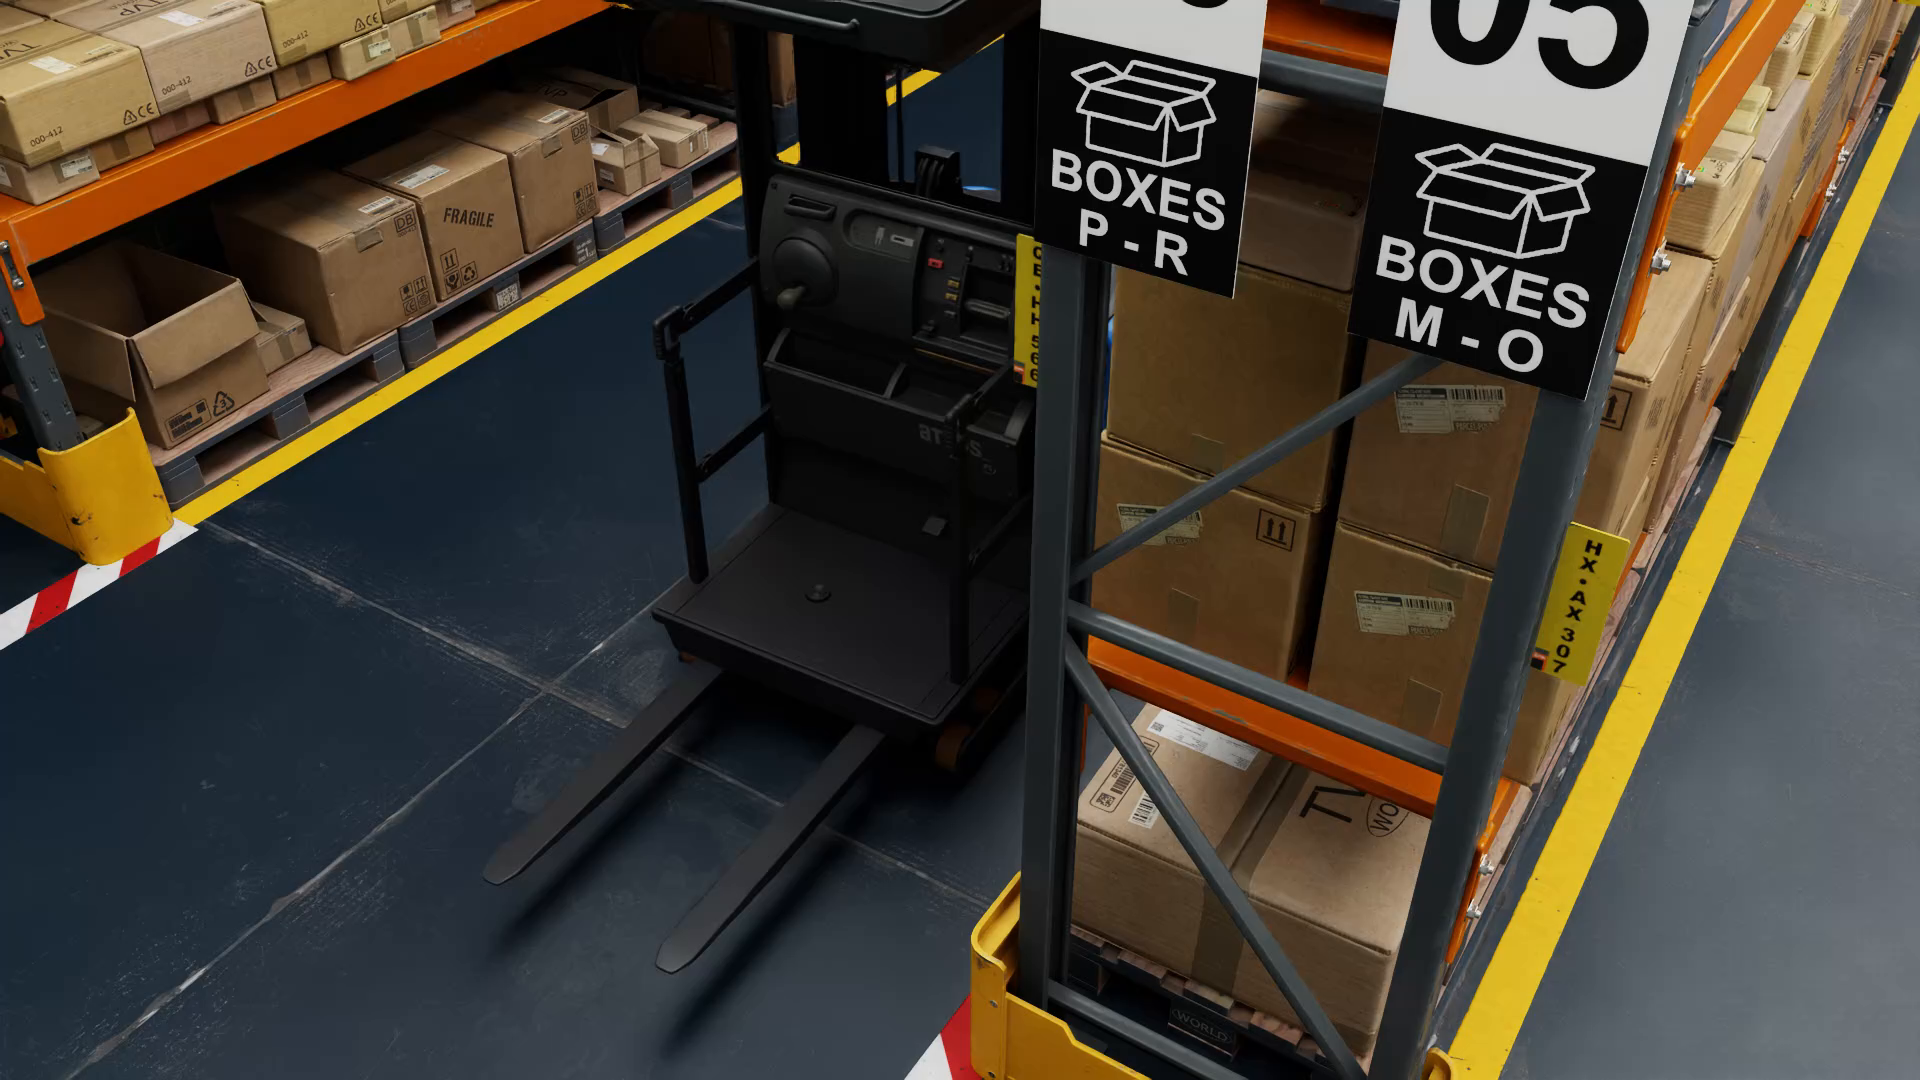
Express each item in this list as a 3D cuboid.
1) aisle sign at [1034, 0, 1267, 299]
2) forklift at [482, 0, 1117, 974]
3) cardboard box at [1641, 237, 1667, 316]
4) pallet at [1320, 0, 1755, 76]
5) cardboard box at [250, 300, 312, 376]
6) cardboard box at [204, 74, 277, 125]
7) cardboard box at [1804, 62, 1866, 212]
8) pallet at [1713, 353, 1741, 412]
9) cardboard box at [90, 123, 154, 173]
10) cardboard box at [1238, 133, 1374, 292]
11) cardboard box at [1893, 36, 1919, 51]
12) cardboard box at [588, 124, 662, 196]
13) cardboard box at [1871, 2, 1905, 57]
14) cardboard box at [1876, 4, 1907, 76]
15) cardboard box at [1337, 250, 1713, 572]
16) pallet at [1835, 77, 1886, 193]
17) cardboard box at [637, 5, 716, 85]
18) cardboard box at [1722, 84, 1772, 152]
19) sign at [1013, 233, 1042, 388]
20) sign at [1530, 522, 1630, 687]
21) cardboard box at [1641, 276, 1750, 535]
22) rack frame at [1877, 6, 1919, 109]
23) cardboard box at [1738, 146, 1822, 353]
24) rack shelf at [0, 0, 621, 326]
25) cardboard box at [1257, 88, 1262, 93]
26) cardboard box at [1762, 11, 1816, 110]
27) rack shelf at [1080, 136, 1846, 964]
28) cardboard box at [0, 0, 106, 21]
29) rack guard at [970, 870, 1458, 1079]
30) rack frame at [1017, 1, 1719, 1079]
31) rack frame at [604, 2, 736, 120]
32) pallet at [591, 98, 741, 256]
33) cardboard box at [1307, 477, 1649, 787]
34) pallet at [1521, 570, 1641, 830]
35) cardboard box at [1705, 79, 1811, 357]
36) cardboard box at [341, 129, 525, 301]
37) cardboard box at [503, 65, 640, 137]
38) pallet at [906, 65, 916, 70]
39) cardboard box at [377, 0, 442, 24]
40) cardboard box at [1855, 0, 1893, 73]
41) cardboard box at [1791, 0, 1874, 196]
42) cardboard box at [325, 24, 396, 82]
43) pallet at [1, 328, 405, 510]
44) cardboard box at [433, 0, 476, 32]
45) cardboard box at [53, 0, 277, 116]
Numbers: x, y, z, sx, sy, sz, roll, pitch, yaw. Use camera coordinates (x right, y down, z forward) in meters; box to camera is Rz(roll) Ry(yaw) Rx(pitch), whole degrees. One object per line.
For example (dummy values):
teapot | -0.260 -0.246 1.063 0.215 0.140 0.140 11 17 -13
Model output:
aisle sign | 0.301 -0.790 2.688 0.394 0.787 0.004 21 42 25
forklift | -0.300 -0.740 4.809 1.130 2.935 3.031 19 42 23
cardboard box | 1.025 -0.481 2.985 0.380 0.149 0.250 22 43 26
pallet | 0.990 -1.234 3.010 1.003 0.211 1.213 21 42 25
cardboard box | -2.924 -0.845 6.881 0.380 0.149 0.250 19 42 23
cardboard box | -2.788 -1.701 6.205 0.380 0.149 0.250 23 43 26
cardboard box | 2.712 -1.475 5.624 0.500 0.500 0.500 22 43 26
pallet | 3.094 -1.076 7.473 1.003 0.211 1.213 21 42 25
cardboard box | -3.087 -1.444 5.872 0.380 0.149 0.250 22 43 26
cardboard box | 0.624 -0.639 3.190 0.380 0.149 0.250 22 43 26
cardboard box | 5.198 -3.234 9.796 0.950 0.372 0.625 18 41 22
cardboard box | -1.691 -1.896 8.148 0.396 0.266 0.258 23 43 27
cardboard box | 3.218 -2.031 6.141 0.500 0.250 0.500 20 42 24
cardboard box | 3.479 -2.106 6.648 0.500 0.250 0.500 20 42 24
cardboard box | 1.099 -0.286 3.263 0.500 0.500 0.500 20 42 24
pallet | 4.401 -2.334 9.104 1.003 0.211 1.213 21 42 25
cardboard box | -1.436 -2.906 9.266 0.500 0.500 0.500 21 42 25
cardboard box | 1.467 -0.877 3.499 0.380 0.149 0.250 20 42 24
sign | 0.151 -0.433 3.212 0.100 0.325 0.005 21 42 25
sign | 1.067 0.115 2.870 0.100 0.325 0.005 21 42 25
cardboard box | 1.636 -0.415 4.250 0.500 0.500 0.500 21 42 25
rack frame | 4.887 -3.820 8.748 1.000 3.000 0.127 21 42 25
cardboard box | 2.184 -0.944 4.935 0.500 0.500 0.500 21 42 24
rack shelf | -2.520 -2.064 7.059 1.077 0.370 4.000 21 42 25
cardboard box | 0.807 -0.938 3.578 0.380 0.149 0.250 21 42 25
cardboard box | 1.733 -1.145 3.846 0.380 0.149 0.250 22 43 26
rack shelf | 1.673 -0.442 4.956 1.077 0.370 4.000 21 42 25
cardboard box | -3.292 -1.965 6.222 0.500 0.250 0.500 21 42 25
rack guard | 0.588 1.307 4.146 1.175 0.500 0.348 21 42 25
rack frame | 0.601 0.304 3.398 1.000 3.000 0.127 21 42 25
rack frame | -1.449 -3.380 8.177 1.000 3.000 0.127 21 42 25
pallet | -1.818 -1.921 8.570 1.003 0.211 1.213 21 42 25
cardboard box | 1.101 0.111 3.567 0.500 0.500 0.500 21 42 25
pallet | 1.618 0.344 5.630 1.003 0.211 1.213 21 42 25
cardboard box | 1.639 -0.822 3.959 0.500 0.500 0.500 21 42 25
cardboard box | -2.326 -1.446 7.372 0.500 0.500 0.500 22 43 26
cardboard box | -2.002 -2.218 8.528 0.500 0.311 0.500 23 43 27
pallet | -0.392 -3.338 10.408 1.003 0.211 1.213 21 42 25
cardboard box | -2.327 -2.315 6.675 0.500 0.250 0.500 20 42 24
cardboard box | 2.725 -1.860 5.305 0.500 0.500 0.500 21 42 25
cardboard box | 2.181 -1.335 4.625 0.500 0.500 0.500 22 43 26
cardboard box | -2.452 -1.946 6.523 0.380 0.149 0.250 20 42 24
pallet | -3.125 -0.663 6.938 1.003 0.211 1.213 21 42 25
cardboard box | -2.248 -2.243 6.909 0.380 0.149 0.250 21 42 25
cardboard box | -2.851 -1.782 5.983 0.500 0.250 0.500 22 43 26
